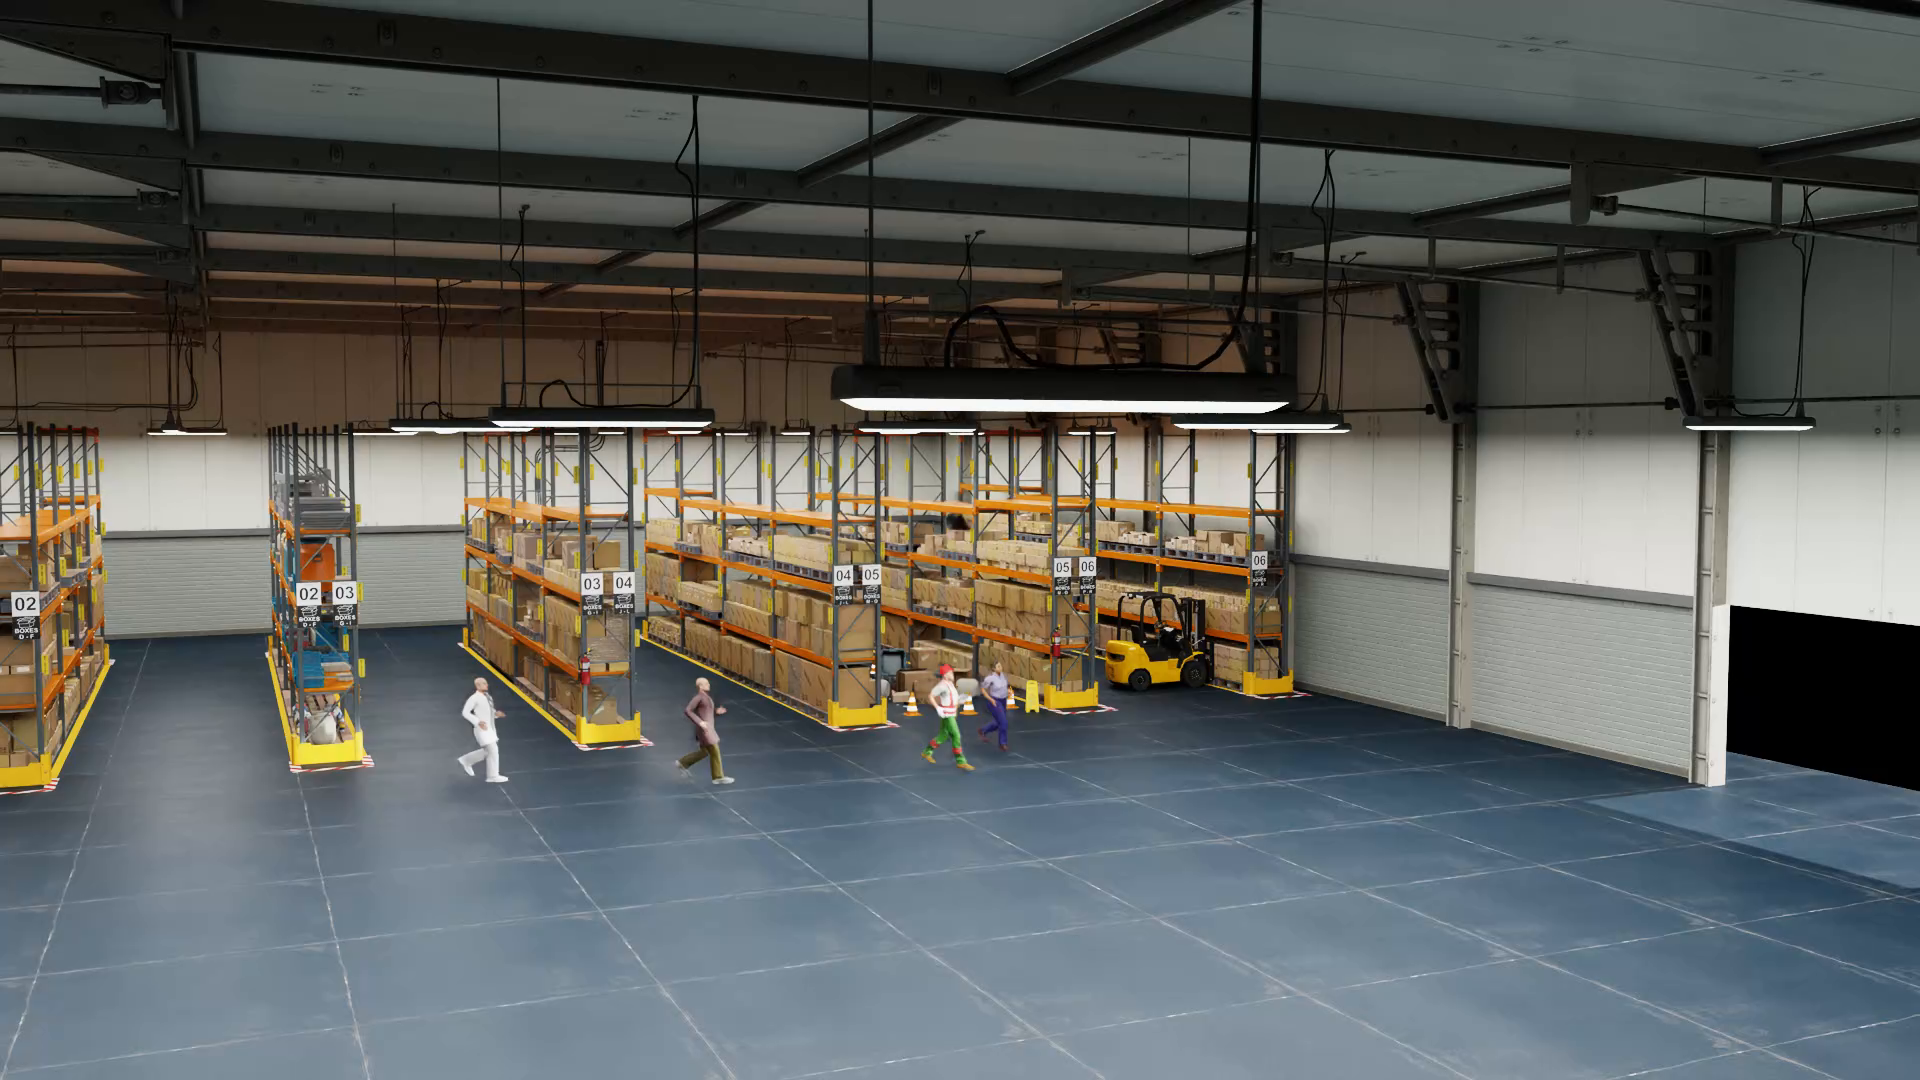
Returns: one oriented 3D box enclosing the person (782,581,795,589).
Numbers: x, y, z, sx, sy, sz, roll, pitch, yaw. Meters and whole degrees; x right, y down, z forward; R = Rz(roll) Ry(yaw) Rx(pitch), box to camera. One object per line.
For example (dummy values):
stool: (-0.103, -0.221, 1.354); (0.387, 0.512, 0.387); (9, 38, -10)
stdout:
person: (-5.278, 1.802, 50.882); (0.846, 1.650, 0.582); (-2, 4, -26)

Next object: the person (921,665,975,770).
person: (-0.214, 3.042, 28.689); (0.980, 1.787, 0.659); (1, 4, 11)

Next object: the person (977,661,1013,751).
person: (0.668, 3.047, 30.672); (0.735, 1.648, 0.601); (2, 4, 33)

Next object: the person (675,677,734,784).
person: (-4.241, 3.147, 27.508); (1.021, 1.754, 0.715); (0, 3, 3)

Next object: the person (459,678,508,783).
person: (-7.953, 3.158, 27.656); (0.903, 1.745, 0.720); (0, 4, 8)
